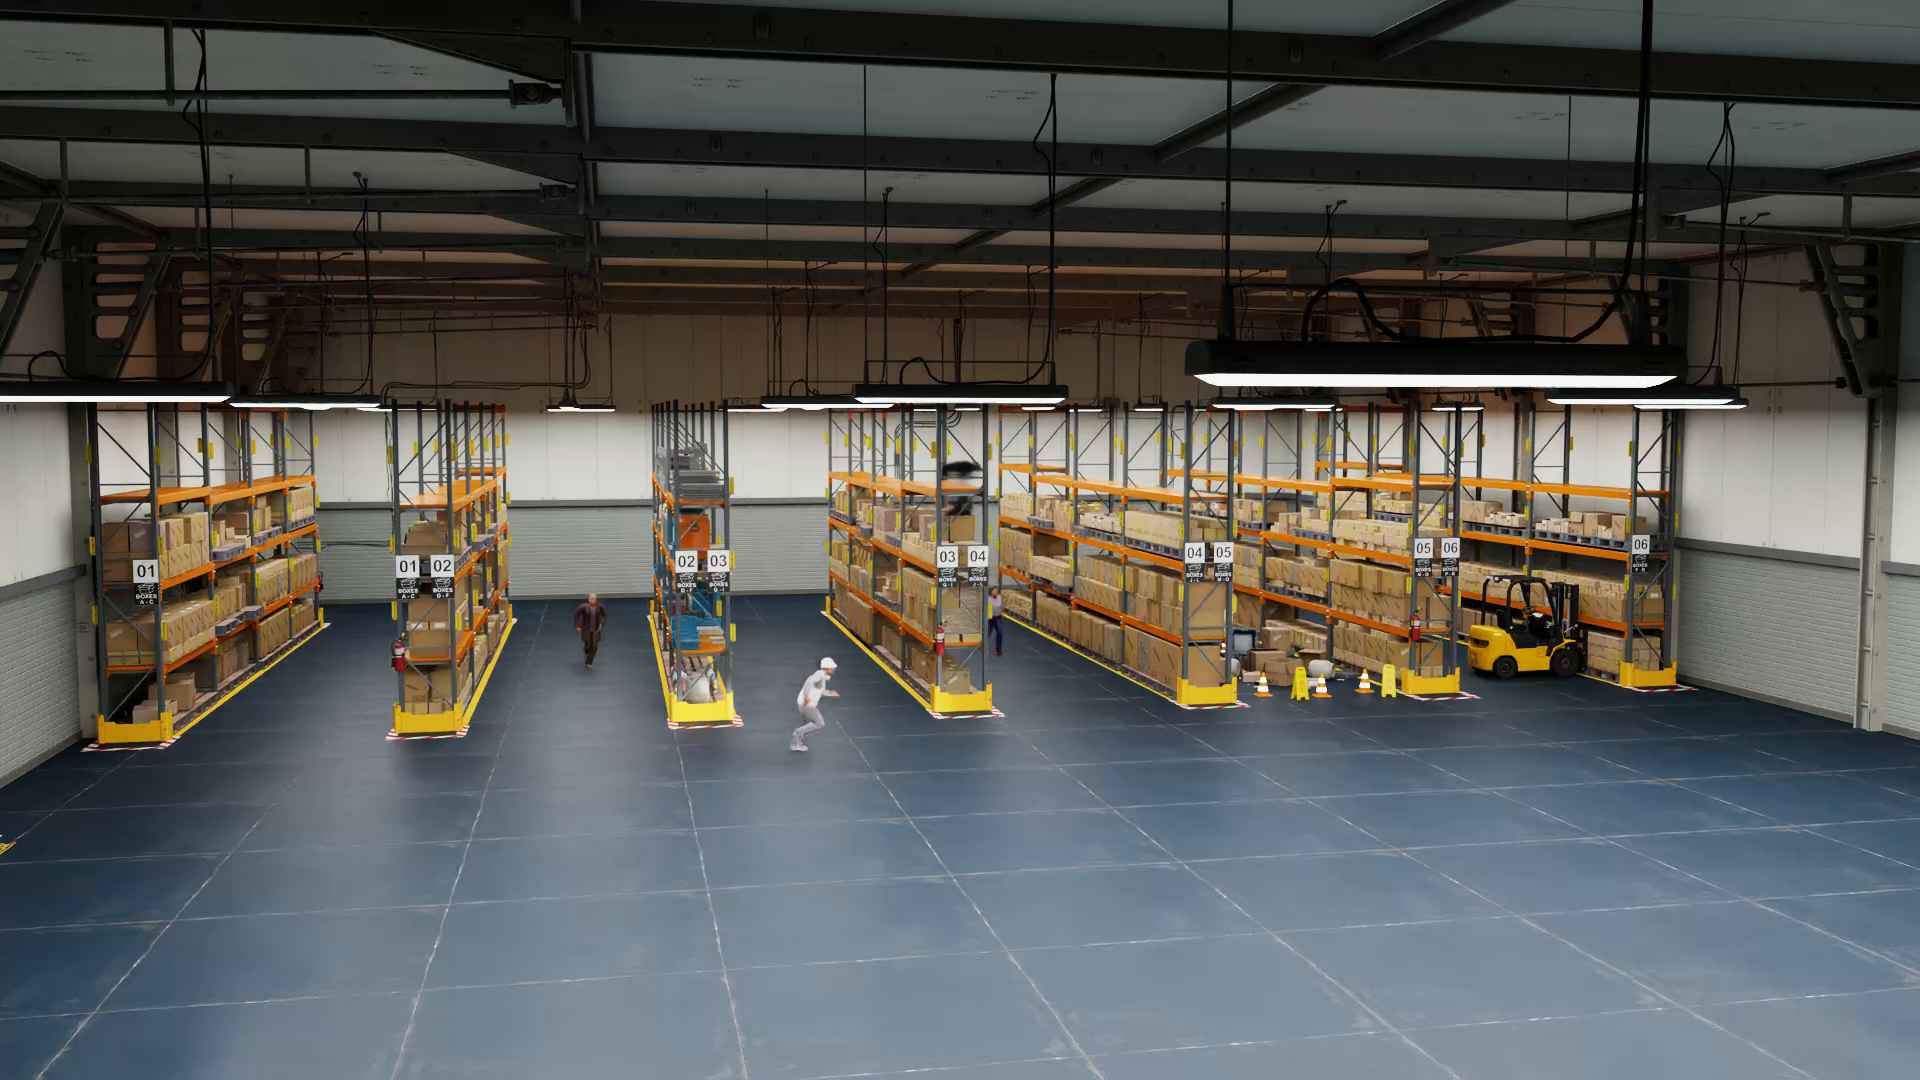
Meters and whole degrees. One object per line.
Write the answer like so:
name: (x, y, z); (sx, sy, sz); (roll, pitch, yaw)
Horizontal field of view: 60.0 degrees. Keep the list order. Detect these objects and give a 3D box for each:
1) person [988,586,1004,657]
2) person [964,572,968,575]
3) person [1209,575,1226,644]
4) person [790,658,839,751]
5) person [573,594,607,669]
person: (0.779, 1.922, 39.670); (0.576, 1.658, 0.931); (-1, 5, -18)
person: (0.347, 1.169, 49.414); (0.741, 1.704, 0.779); (-3, 6, -39)
person: (6.320, 1.746, 41.504); (0.695, 1.723, 1.026); (-2, 5, -30)
person: (-2.471, 2.800, 28.197); (0.829, 1.602, 0.691); (0, 4, 1)
person: (-8.352, 2.045, 37.551); (0.718, 1.712, 0.707); (-2, 5, -29)
